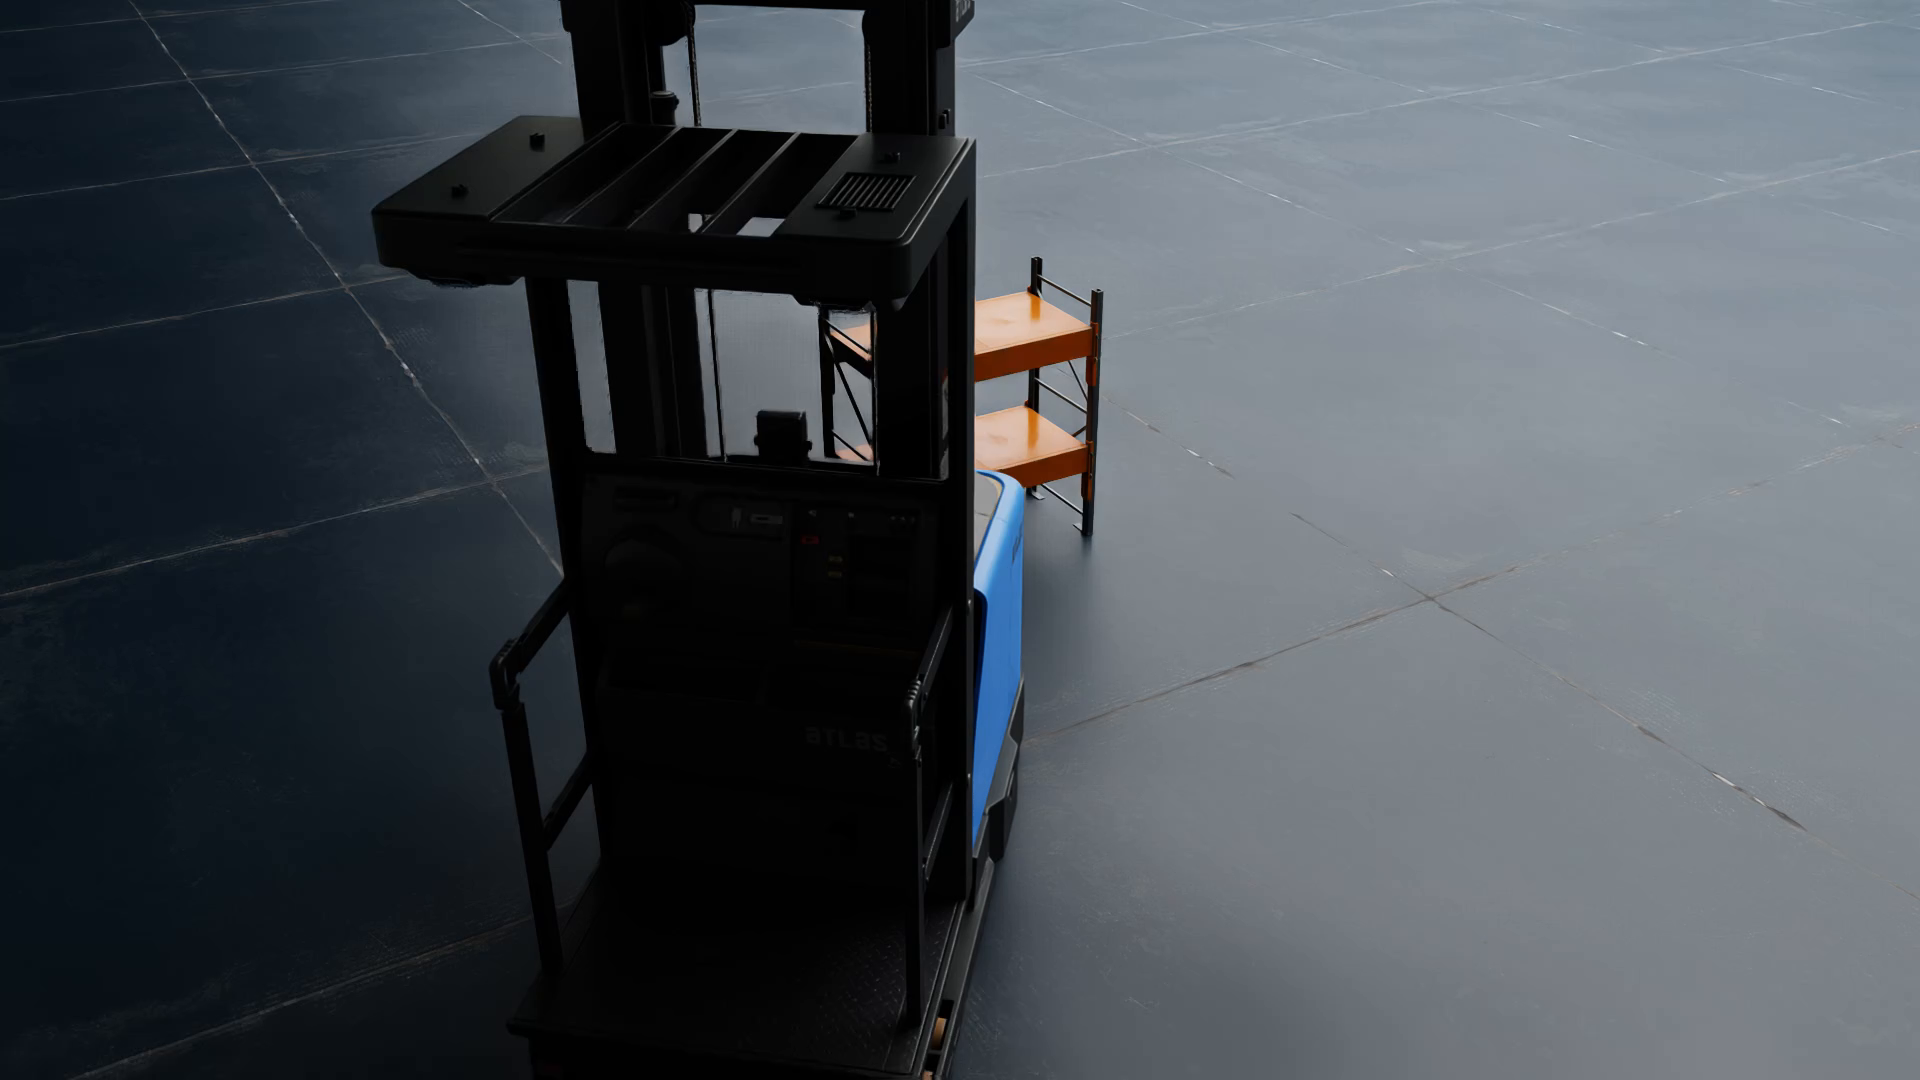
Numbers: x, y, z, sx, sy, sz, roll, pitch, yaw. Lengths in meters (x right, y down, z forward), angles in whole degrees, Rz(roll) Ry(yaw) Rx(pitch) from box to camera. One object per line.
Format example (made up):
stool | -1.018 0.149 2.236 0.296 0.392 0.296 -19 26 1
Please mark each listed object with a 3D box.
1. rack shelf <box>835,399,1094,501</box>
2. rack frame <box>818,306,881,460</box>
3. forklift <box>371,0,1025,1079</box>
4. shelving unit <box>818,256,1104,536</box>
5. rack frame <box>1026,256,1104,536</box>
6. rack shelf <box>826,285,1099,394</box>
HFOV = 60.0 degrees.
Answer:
rack shelf | 0.006 -0.280 7.099 1.000 0.278 0.538 -16 33 -26
rack frame | -0.432 -0.370 6.756 0.032 1.125 0.500 -16 33 -26
forklift | -0.552 0.091 4.052 1.130 2.935 3.031 5 29 9
shelving unit | 0.006 -0.494 6.981 1.048 1.125 0.538 -16 33 -26
rack frame | 0.444 -0.619 7.207 0.032 1.125 0.500 -16 33 -26
rack shelf | 0.006 -0.750 6.840 1.000 0.278 0.538 -16 33 -26
